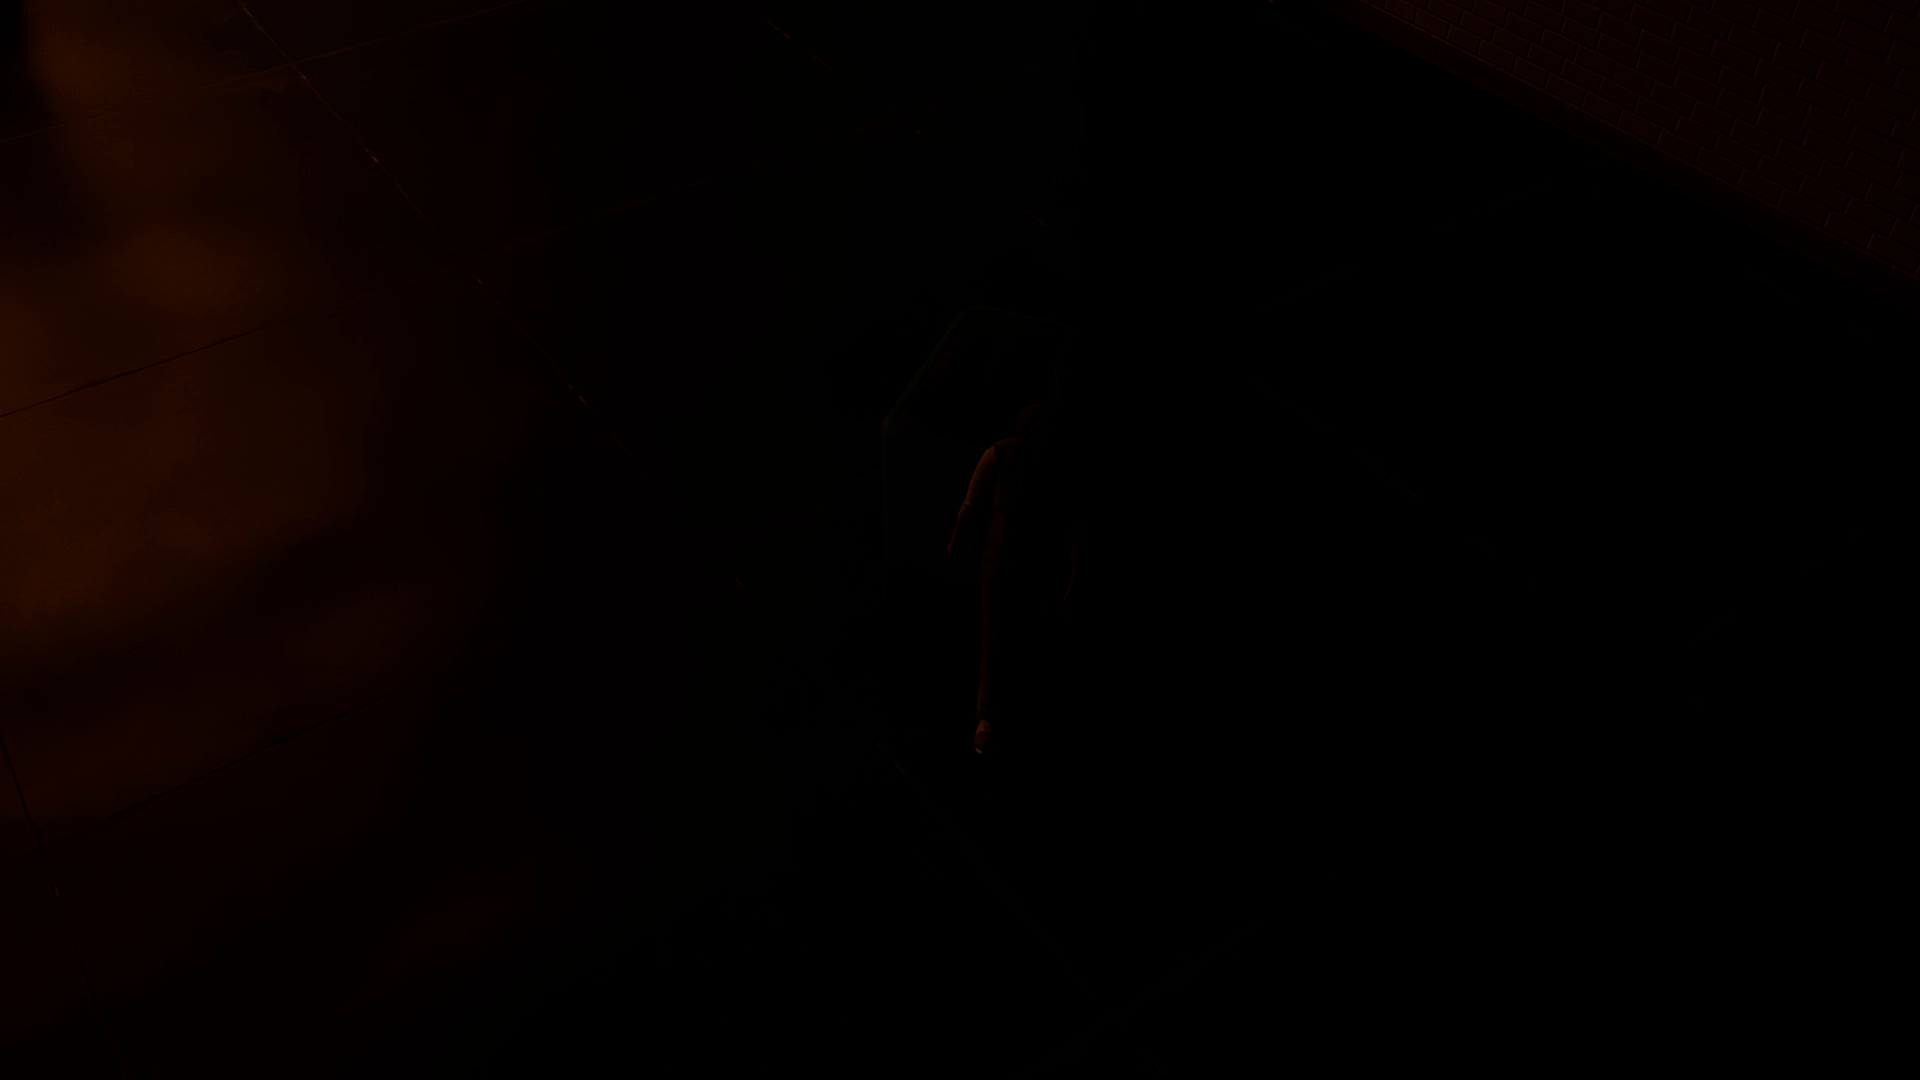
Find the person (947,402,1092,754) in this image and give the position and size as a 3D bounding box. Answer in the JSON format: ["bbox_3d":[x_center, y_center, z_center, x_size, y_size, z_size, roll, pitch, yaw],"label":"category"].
[{"bbox_3d":[0.230,0.120,6.637,0.560,1.569,0.830,-1,43,-1],"label":"person"}]

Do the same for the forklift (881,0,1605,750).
[{"bbox_3d":[1.225,-0.678,6.451,3.031,2.935,1.130,16,45,16],"label":"forklift"}]
